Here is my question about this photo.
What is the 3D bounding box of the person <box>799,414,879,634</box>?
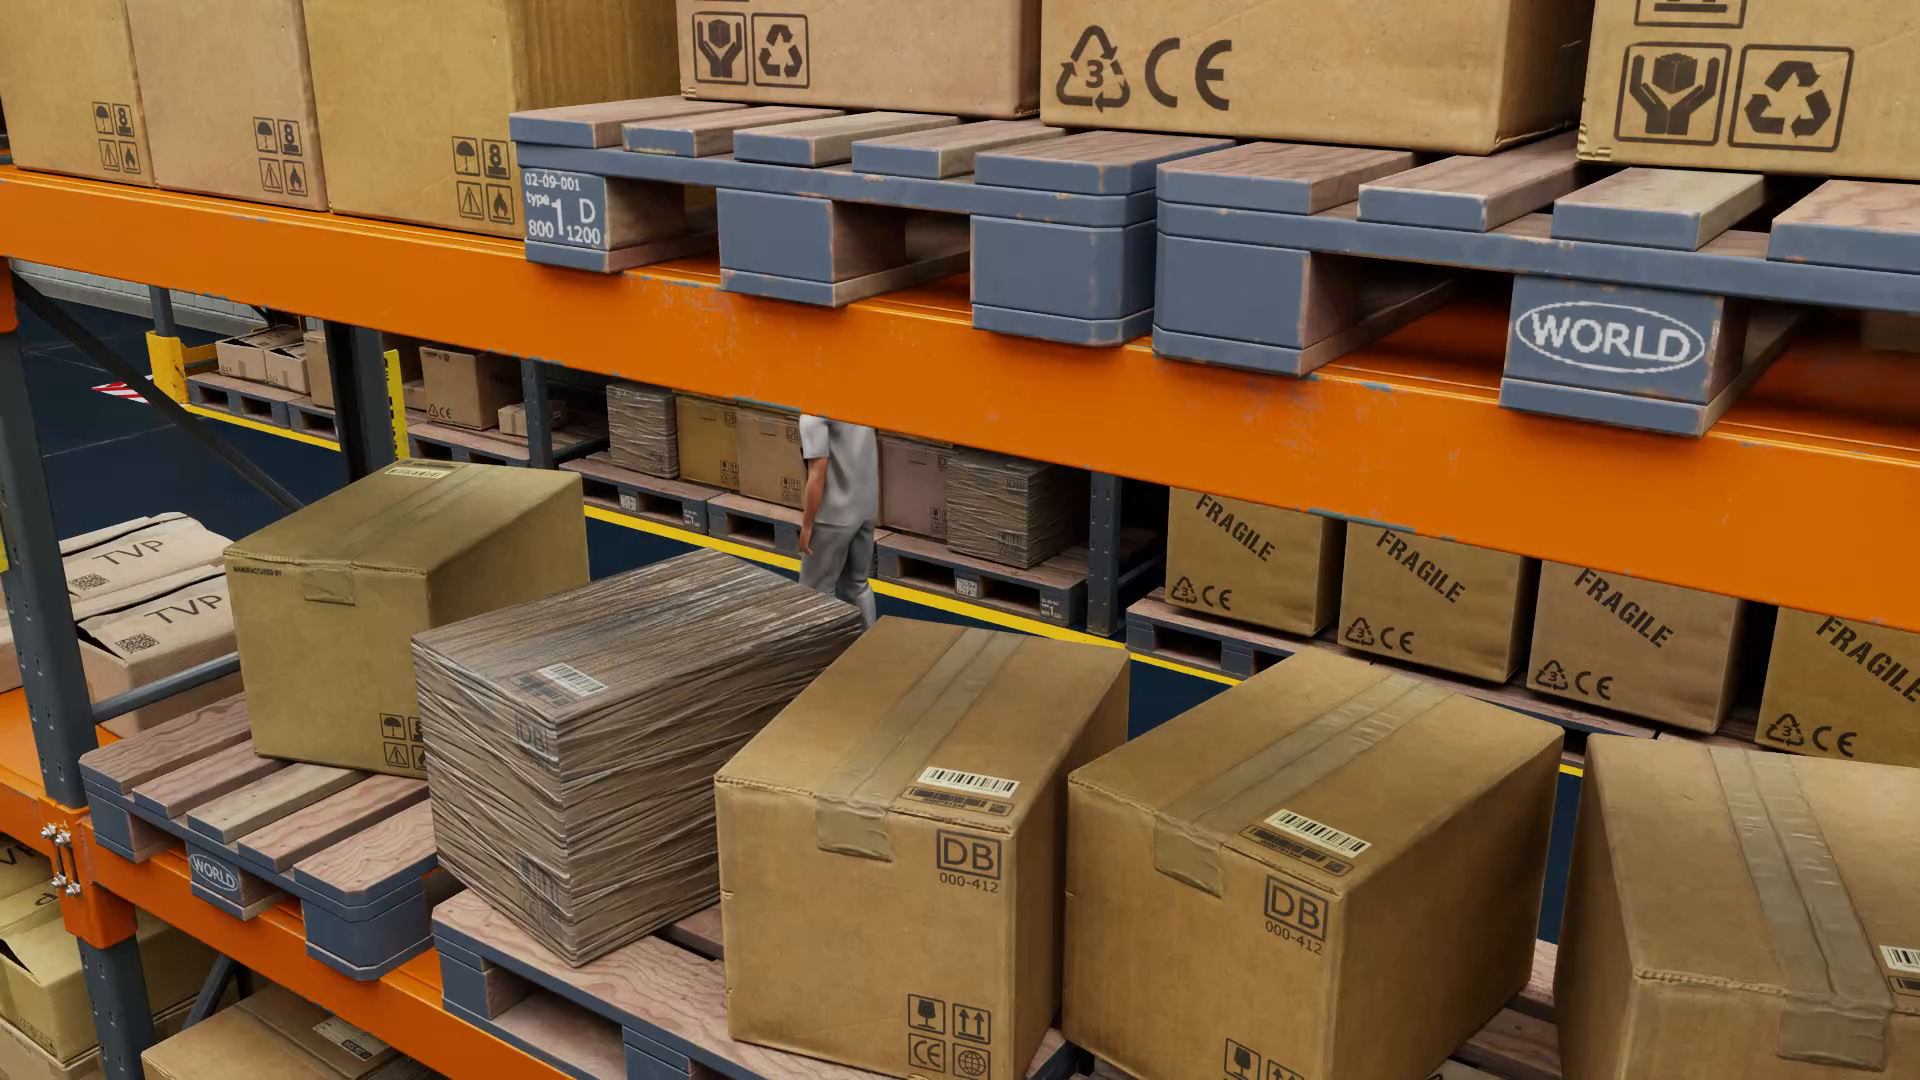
[{"bbox_3d":[-0.572,-0.110,7.380,0.416,1.671,0.498,12,23,29],"label":"person"}]
